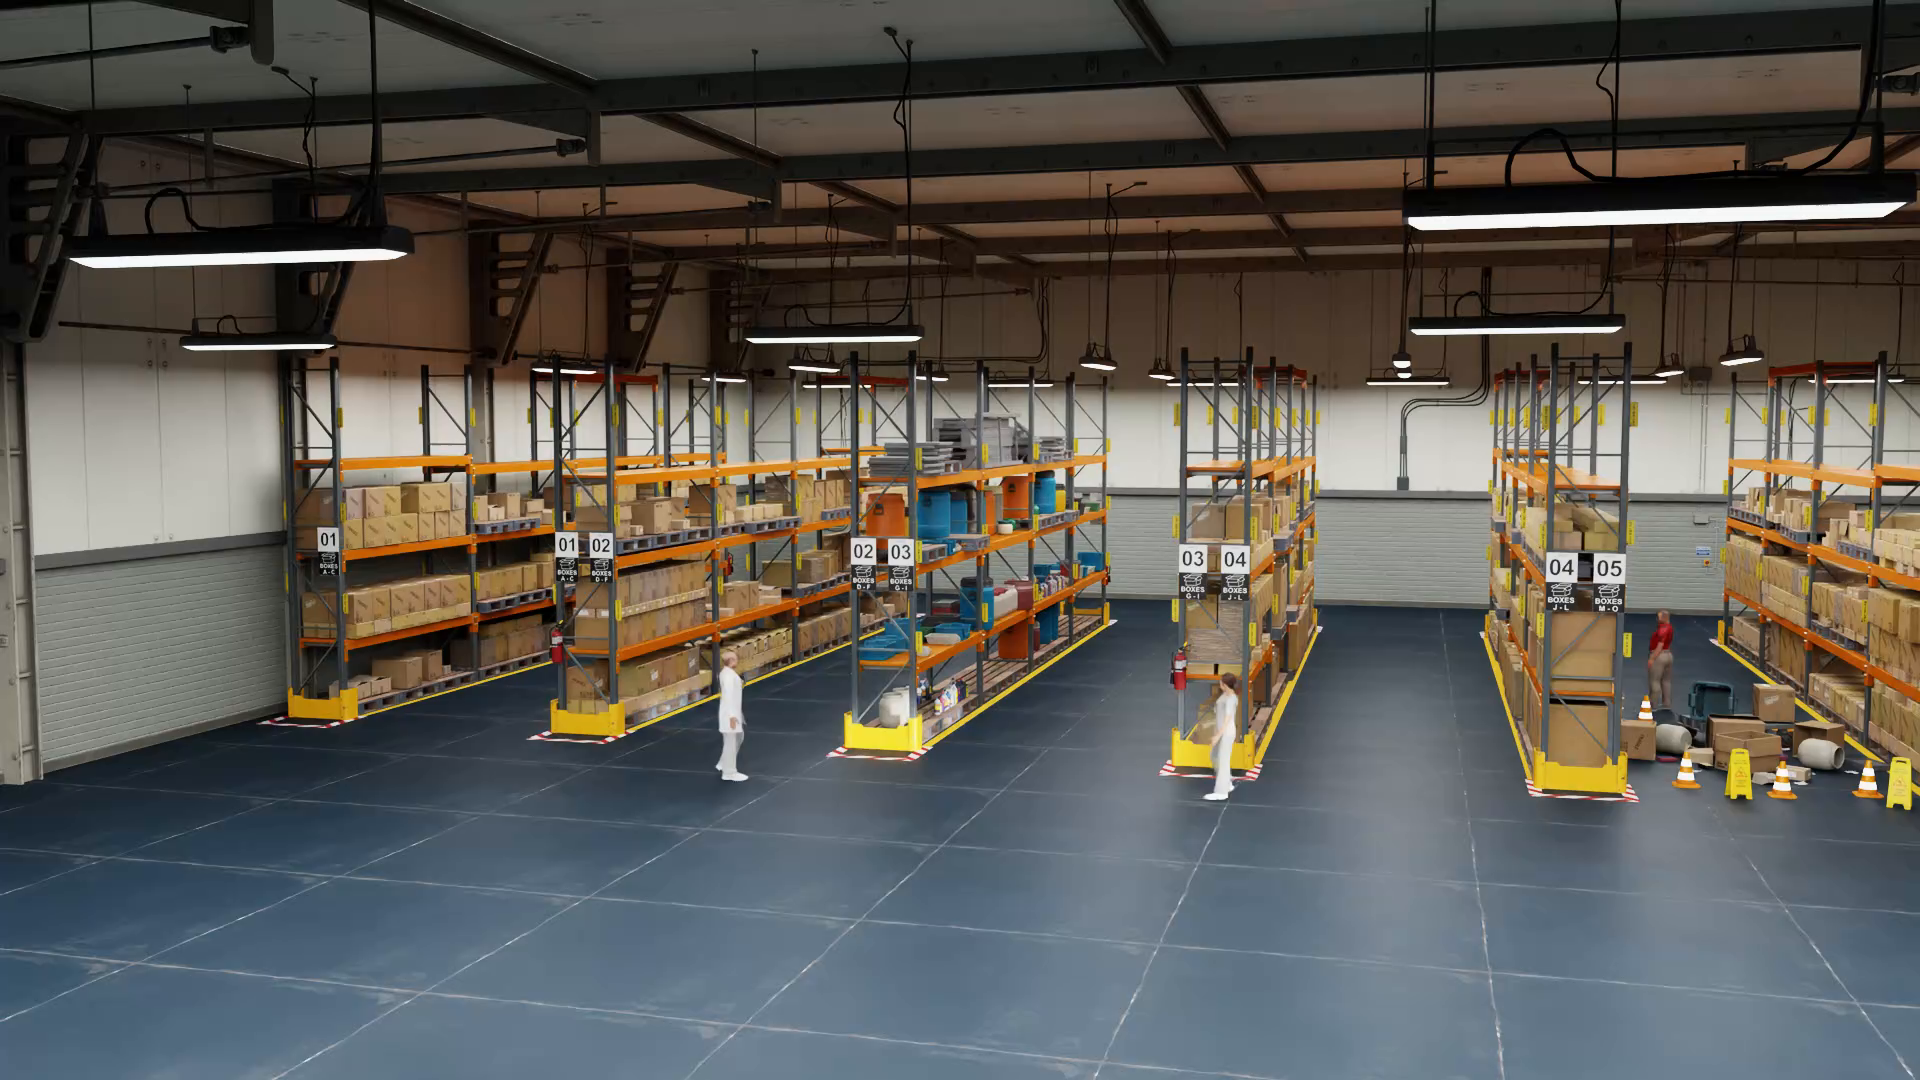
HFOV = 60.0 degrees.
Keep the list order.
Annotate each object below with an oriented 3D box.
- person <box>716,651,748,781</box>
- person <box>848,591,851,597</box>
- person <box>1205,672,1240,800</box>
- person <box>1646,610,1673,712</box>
[{"bbox_3d":[-3.171,2.444,23.045,0.452,1.817,0.687,-1,4,-7],"label":"person"},{"bbox_3d":[-2.924,0.908,43.688,0.533,1.704,1.017,2,4,20],"label":"person"},{"bbox_3d":[3.436,2.575,21.864,0.479,1.701,0.553,0,4,-5],"label":"person"},{"bbox_3d":[11.932,2.067,28.409,0.641,1.735,0.431,-3,5,-39],"label":"person"}]
